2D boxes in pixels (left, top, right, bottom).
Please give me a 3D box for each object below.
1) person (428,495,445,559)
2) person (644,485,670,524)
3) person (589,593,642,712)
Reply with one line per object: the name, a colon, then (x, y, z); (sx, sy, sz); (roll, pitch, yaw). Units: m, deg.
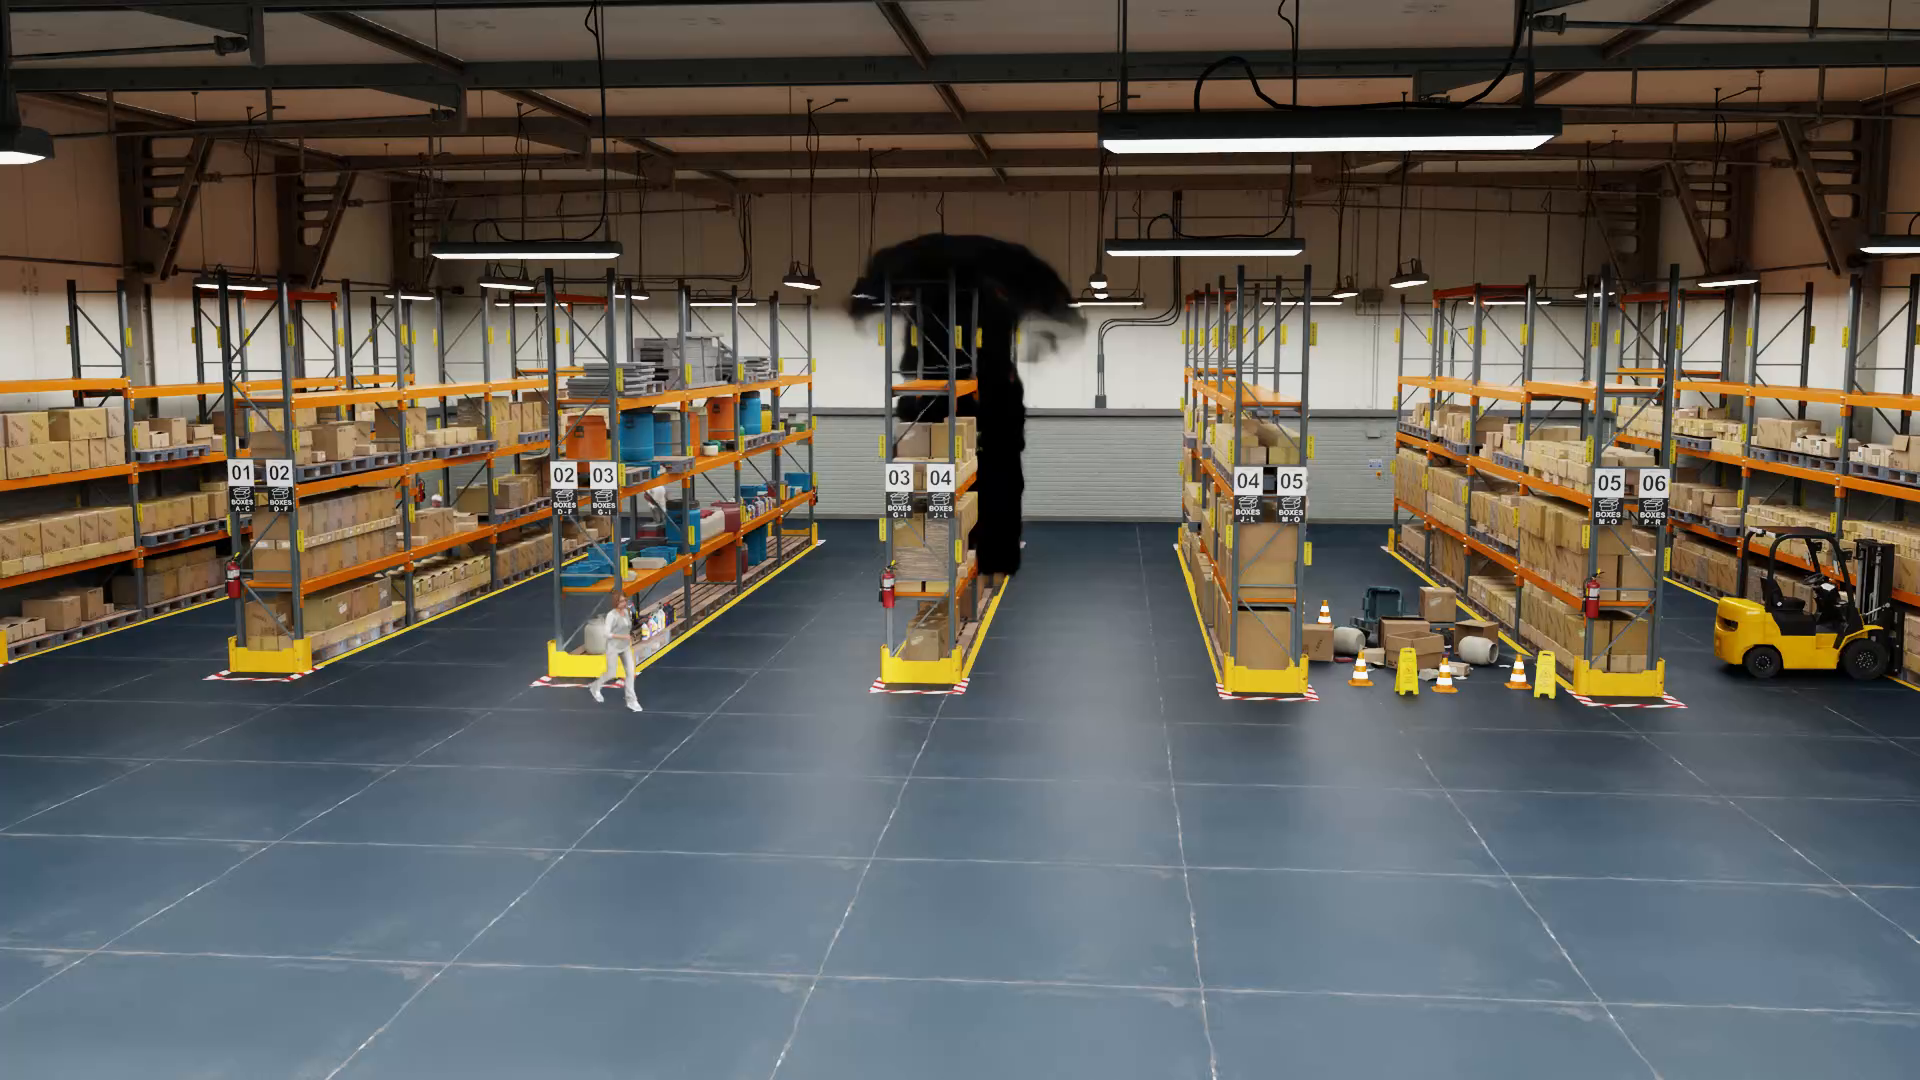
person: (-11.011, -0.103, 35.103); (0.648, 1.724, 0.616); (0, 7, 3)
person: (-7.486, -0.836, 41.072); (0.773, 1.758, 0.898); (-5, 9, -36)
person: (-4.647, 1.487, 22.401); (0.894, 1.594, 0.512); (5, 8, 34)
